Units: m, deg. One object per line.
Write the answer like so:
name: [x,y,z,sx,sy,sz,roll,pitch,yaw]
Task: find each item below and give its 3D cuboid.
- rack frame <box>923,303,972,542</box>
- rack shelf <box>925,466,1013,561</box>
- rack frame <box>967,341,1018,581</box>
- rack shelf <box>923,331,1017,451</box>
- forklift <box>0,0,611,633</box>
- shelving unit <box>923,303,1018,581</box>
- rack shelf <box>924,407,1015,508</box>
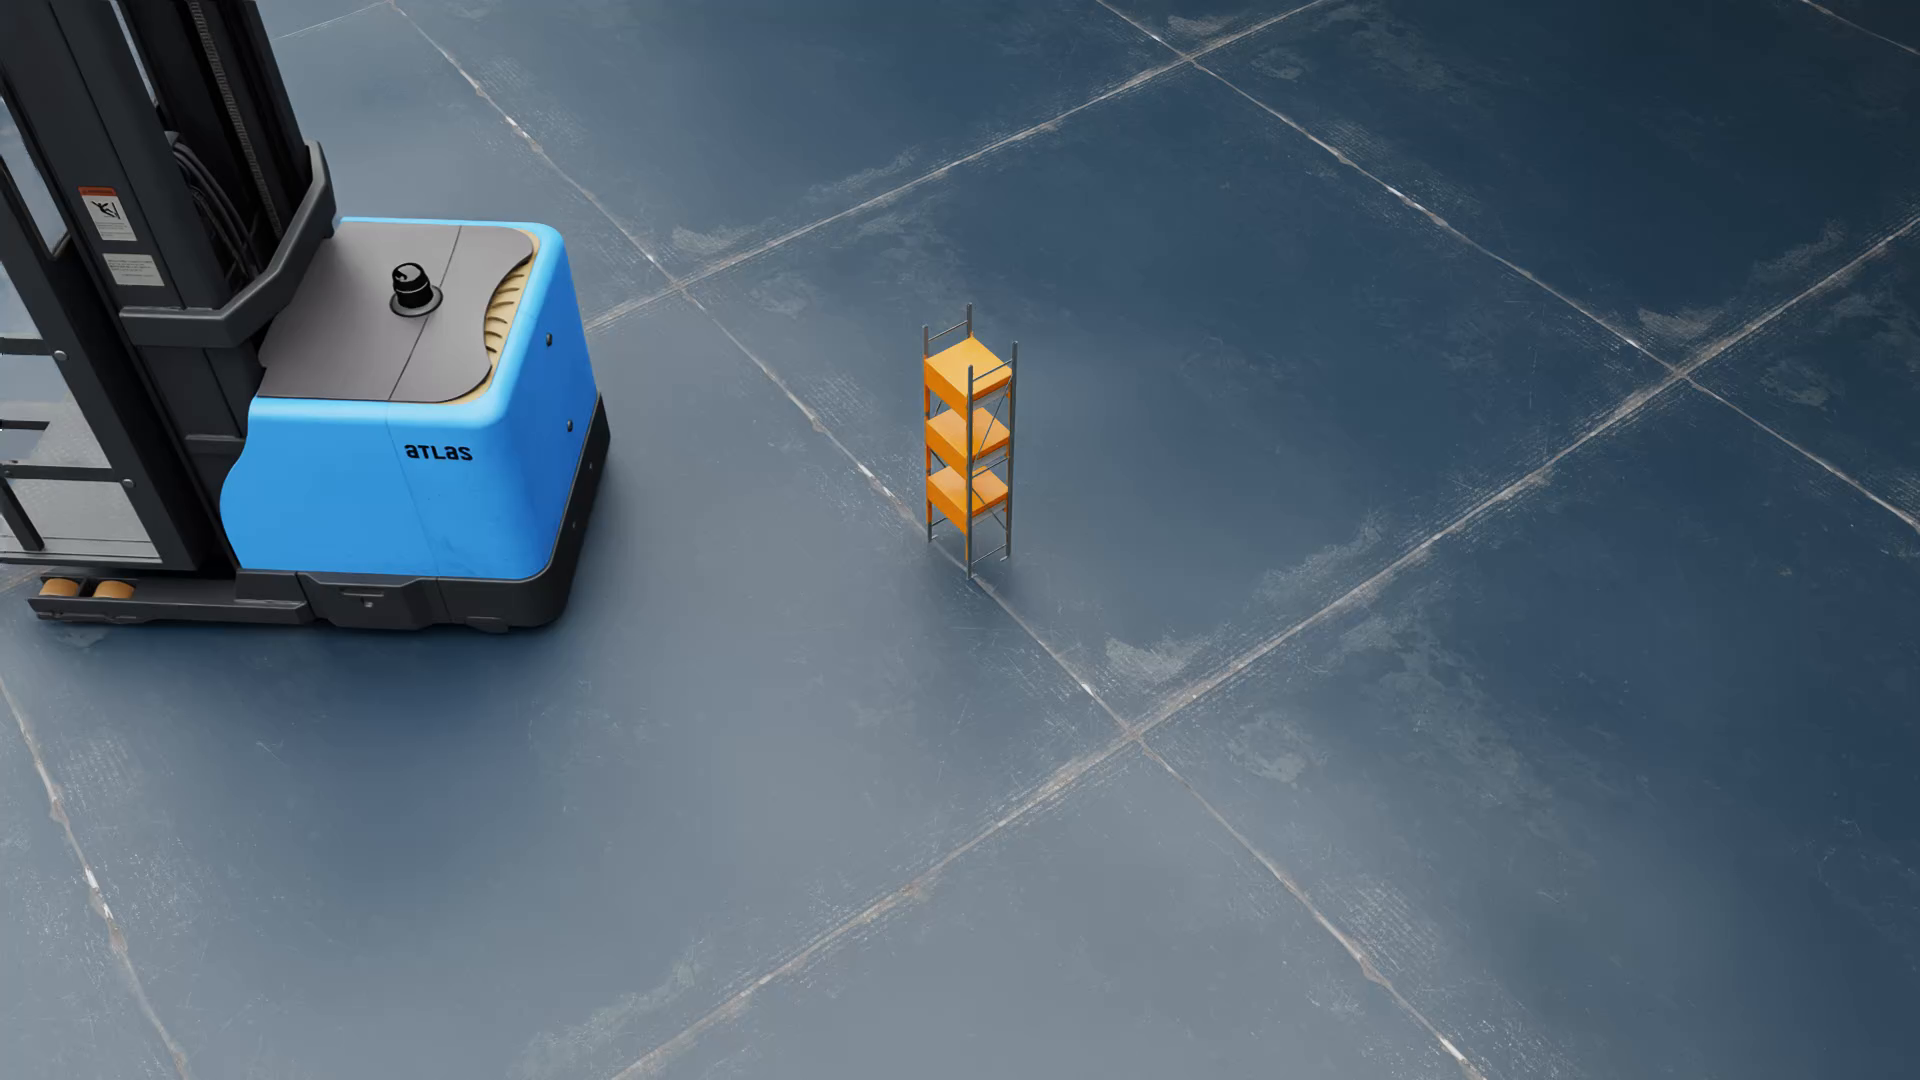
rack frame: [-0.041,-0.393,5.898,0.200,1.050,0.008,-29,54,-24]
rack shelf: [0.032,-0.127,6.046,0.215,0.259,0.240,-29,54,-24]
rack frame: [0.106,-0.249,5.767,0.200,1.050,0.008,-29,54,-24]
rack shelf: [0.032,-0.505,5.630,0.215,0.259,0.240,-29,54,-24]
forklift: [-2.903,-1.073,5.244,3.031,2.935,1.130,2,48,2]
shelving unit: [0.032,-0.321,5.832,0.215,1.050,0.252,-29,54,-24]
rack shelf: [0.032,-0.314,5.840,0.215,0.259,0.240,-29,54,-24]
